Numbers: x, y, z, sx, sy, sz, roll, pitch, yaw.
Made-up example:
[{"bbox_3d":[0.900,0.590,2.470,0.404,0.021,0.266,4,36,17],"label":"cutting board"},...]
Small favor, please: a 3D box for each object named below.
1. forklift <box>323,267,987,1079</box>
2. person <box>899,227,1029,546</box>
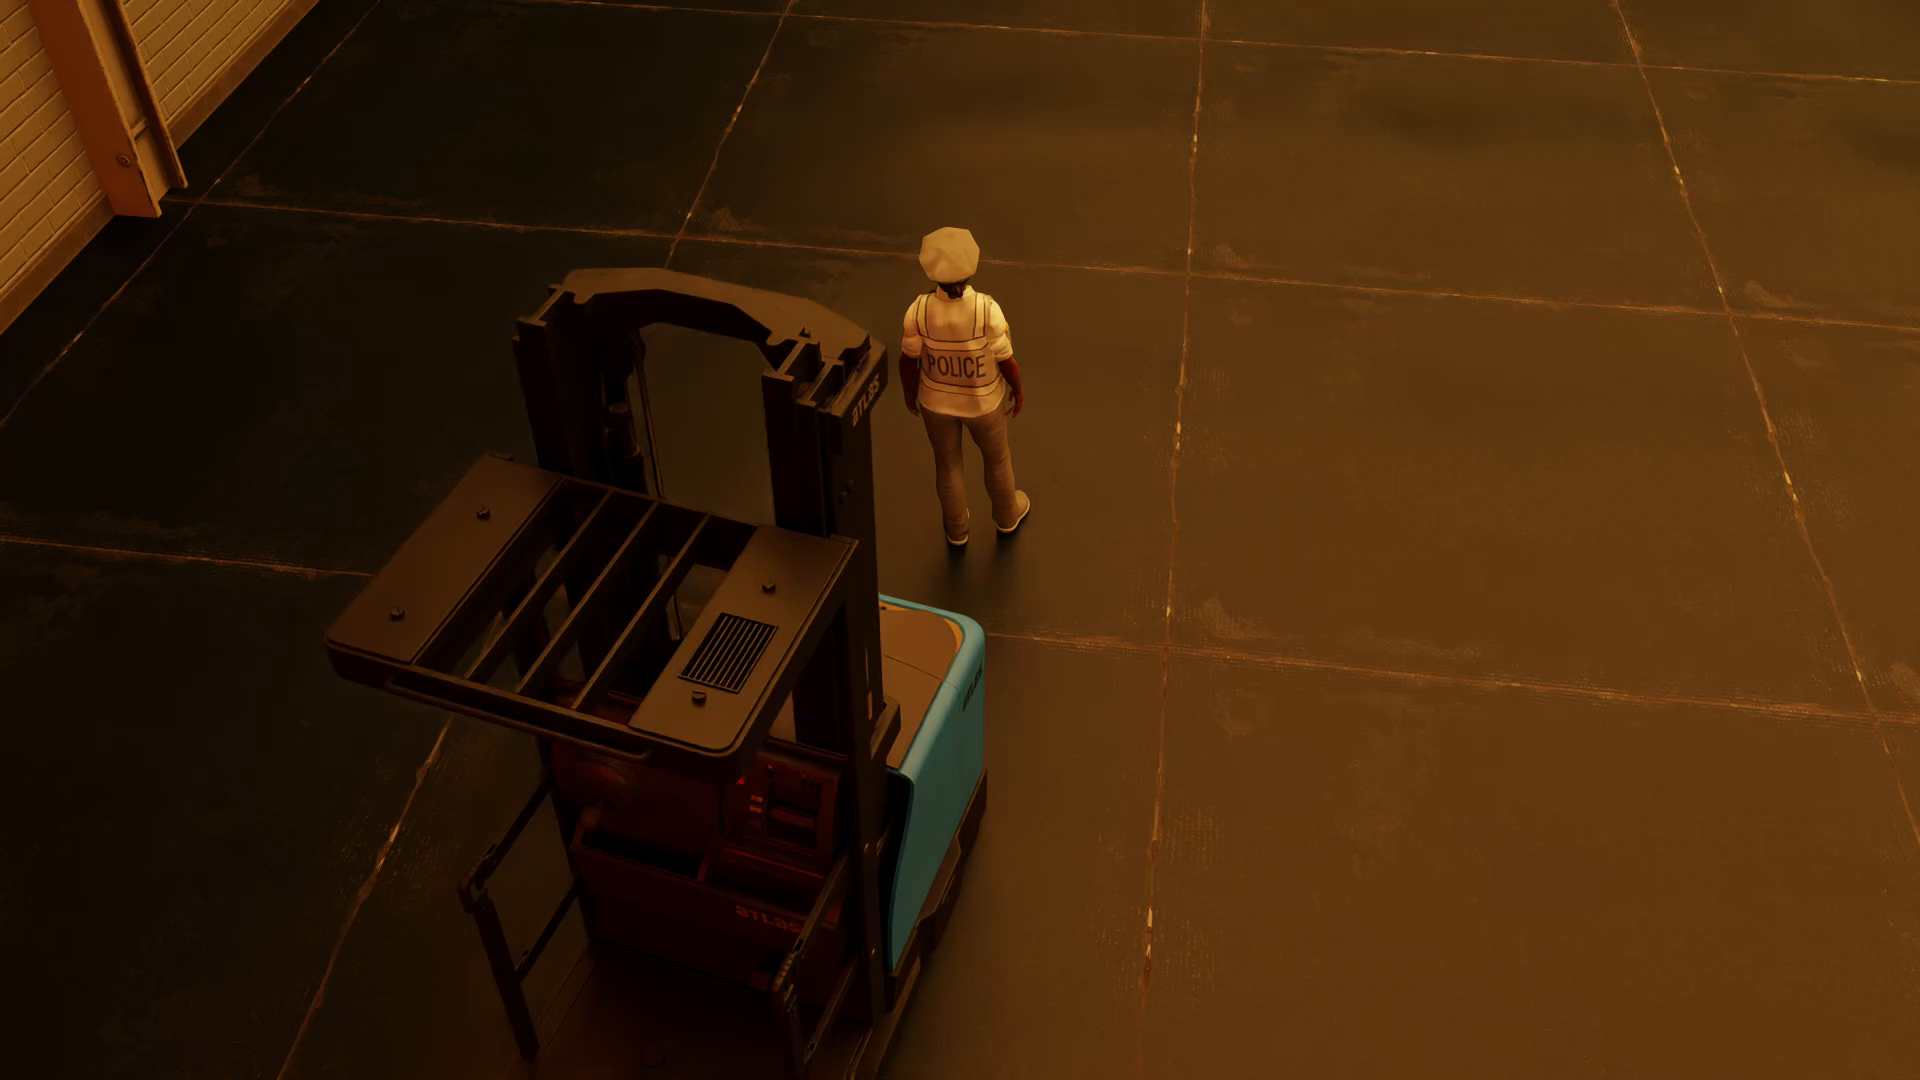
[{"bbox_3d":[-0.867,0.828,4.823,1.130,2.935,3.031,14,44,14],"label":"forklift"},{"bbox_3d":[0.029,-0.678,7.365,0.570,1.697,0.528,5,43,6],"label":"person"}]
